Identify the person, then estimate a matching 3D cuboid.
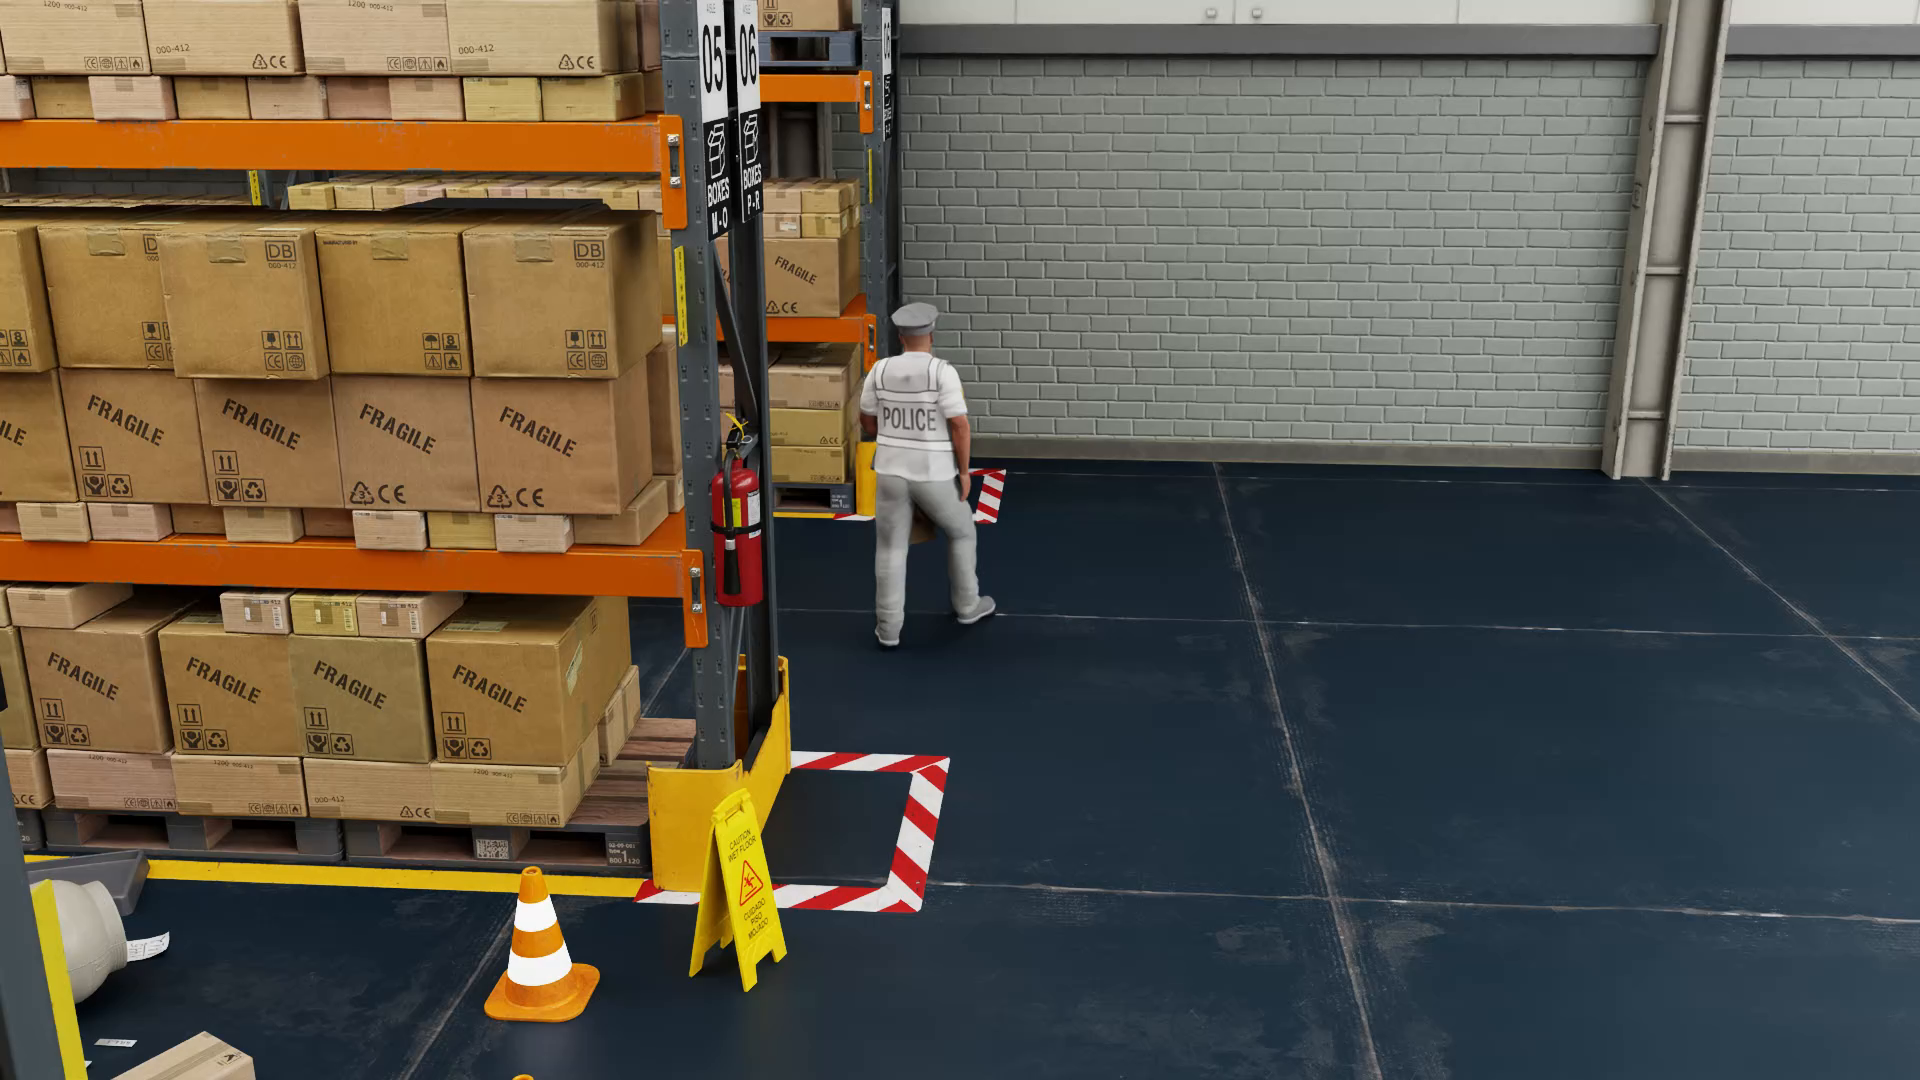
[{"bbox_3d":[-0.200,-0.359,8.693,0.667,1.736,0.735,4,18,14],"label":"person"}]
